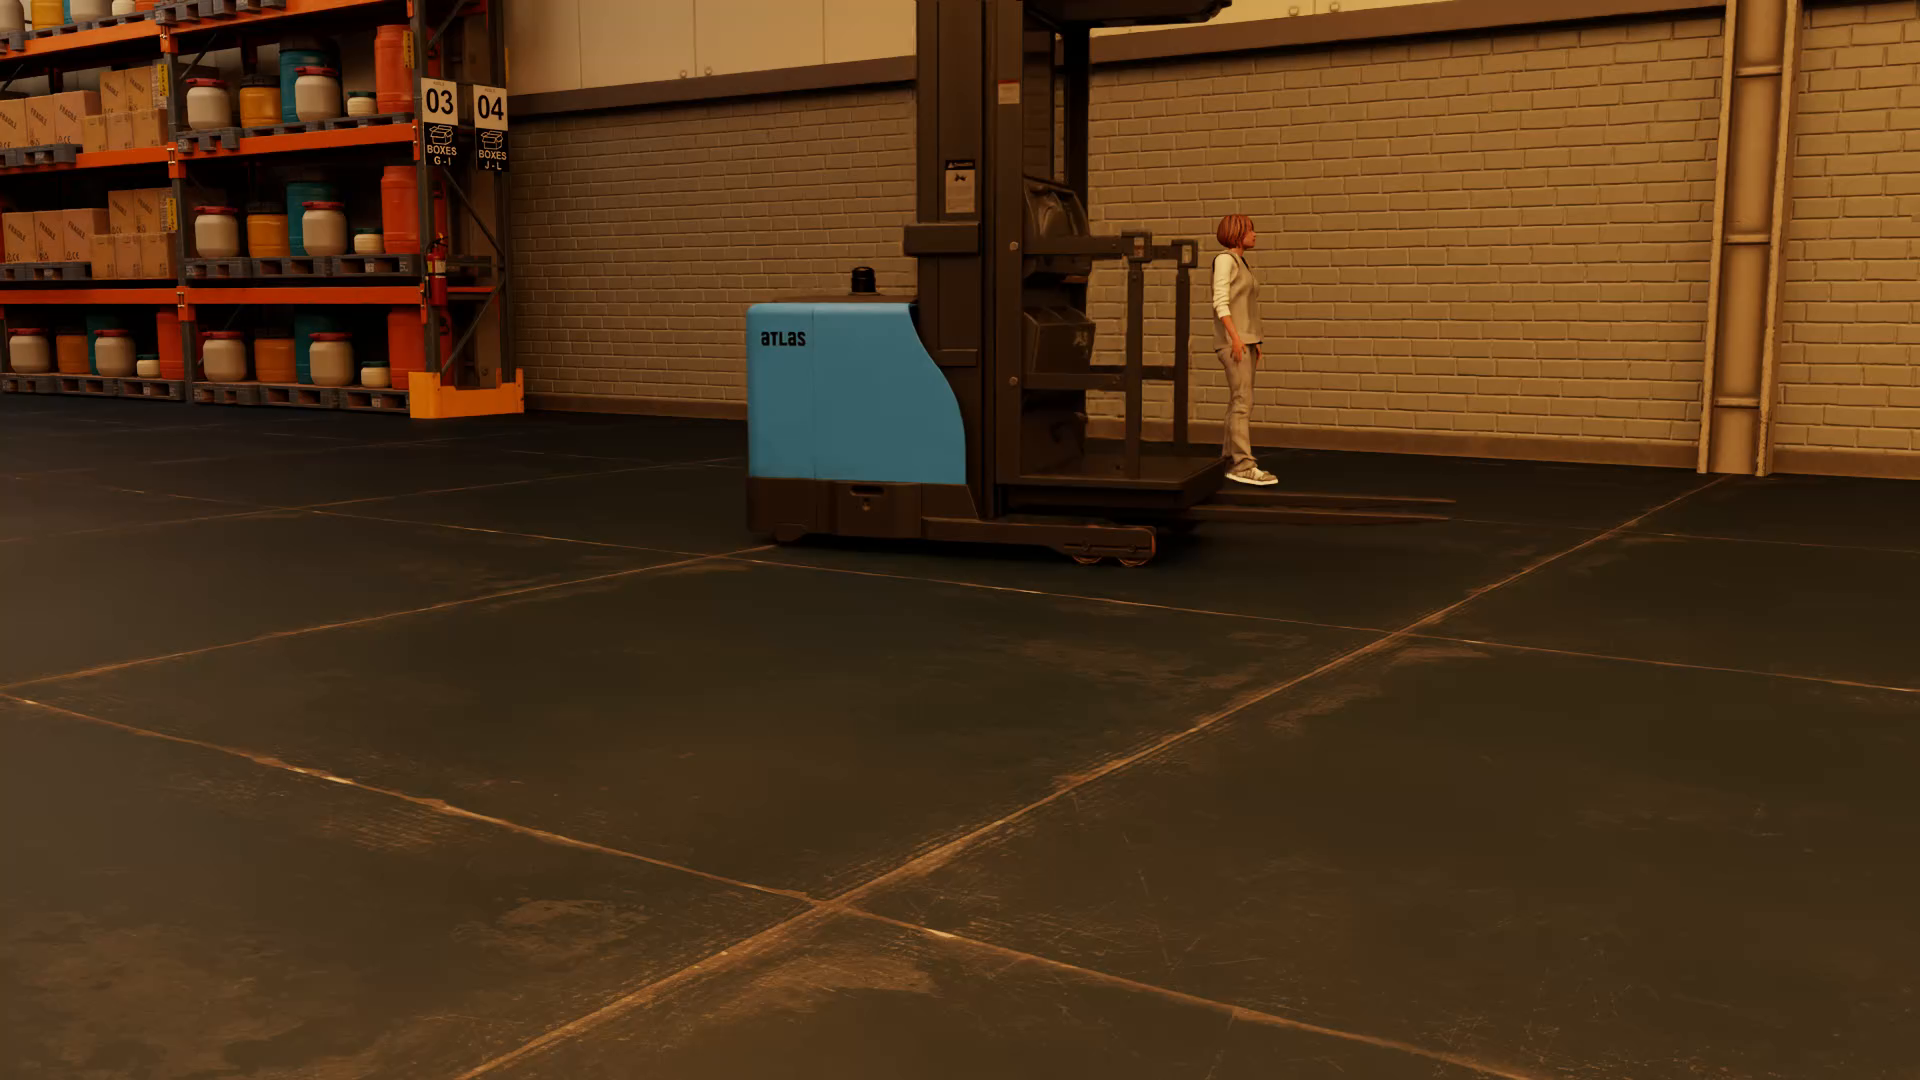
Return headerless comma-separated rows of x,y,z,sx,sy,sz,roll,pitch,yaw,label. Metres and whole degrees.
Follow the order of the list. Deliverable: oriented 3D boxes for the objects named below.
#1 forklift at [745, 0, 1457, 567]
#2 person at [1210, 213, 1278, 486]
0.614,-1.424,7.208,3.031,2.935,1.130,3,9,19,forklift
1.738,-1.145,9.937,0.476,1.597,0.518,4,9,24,person
